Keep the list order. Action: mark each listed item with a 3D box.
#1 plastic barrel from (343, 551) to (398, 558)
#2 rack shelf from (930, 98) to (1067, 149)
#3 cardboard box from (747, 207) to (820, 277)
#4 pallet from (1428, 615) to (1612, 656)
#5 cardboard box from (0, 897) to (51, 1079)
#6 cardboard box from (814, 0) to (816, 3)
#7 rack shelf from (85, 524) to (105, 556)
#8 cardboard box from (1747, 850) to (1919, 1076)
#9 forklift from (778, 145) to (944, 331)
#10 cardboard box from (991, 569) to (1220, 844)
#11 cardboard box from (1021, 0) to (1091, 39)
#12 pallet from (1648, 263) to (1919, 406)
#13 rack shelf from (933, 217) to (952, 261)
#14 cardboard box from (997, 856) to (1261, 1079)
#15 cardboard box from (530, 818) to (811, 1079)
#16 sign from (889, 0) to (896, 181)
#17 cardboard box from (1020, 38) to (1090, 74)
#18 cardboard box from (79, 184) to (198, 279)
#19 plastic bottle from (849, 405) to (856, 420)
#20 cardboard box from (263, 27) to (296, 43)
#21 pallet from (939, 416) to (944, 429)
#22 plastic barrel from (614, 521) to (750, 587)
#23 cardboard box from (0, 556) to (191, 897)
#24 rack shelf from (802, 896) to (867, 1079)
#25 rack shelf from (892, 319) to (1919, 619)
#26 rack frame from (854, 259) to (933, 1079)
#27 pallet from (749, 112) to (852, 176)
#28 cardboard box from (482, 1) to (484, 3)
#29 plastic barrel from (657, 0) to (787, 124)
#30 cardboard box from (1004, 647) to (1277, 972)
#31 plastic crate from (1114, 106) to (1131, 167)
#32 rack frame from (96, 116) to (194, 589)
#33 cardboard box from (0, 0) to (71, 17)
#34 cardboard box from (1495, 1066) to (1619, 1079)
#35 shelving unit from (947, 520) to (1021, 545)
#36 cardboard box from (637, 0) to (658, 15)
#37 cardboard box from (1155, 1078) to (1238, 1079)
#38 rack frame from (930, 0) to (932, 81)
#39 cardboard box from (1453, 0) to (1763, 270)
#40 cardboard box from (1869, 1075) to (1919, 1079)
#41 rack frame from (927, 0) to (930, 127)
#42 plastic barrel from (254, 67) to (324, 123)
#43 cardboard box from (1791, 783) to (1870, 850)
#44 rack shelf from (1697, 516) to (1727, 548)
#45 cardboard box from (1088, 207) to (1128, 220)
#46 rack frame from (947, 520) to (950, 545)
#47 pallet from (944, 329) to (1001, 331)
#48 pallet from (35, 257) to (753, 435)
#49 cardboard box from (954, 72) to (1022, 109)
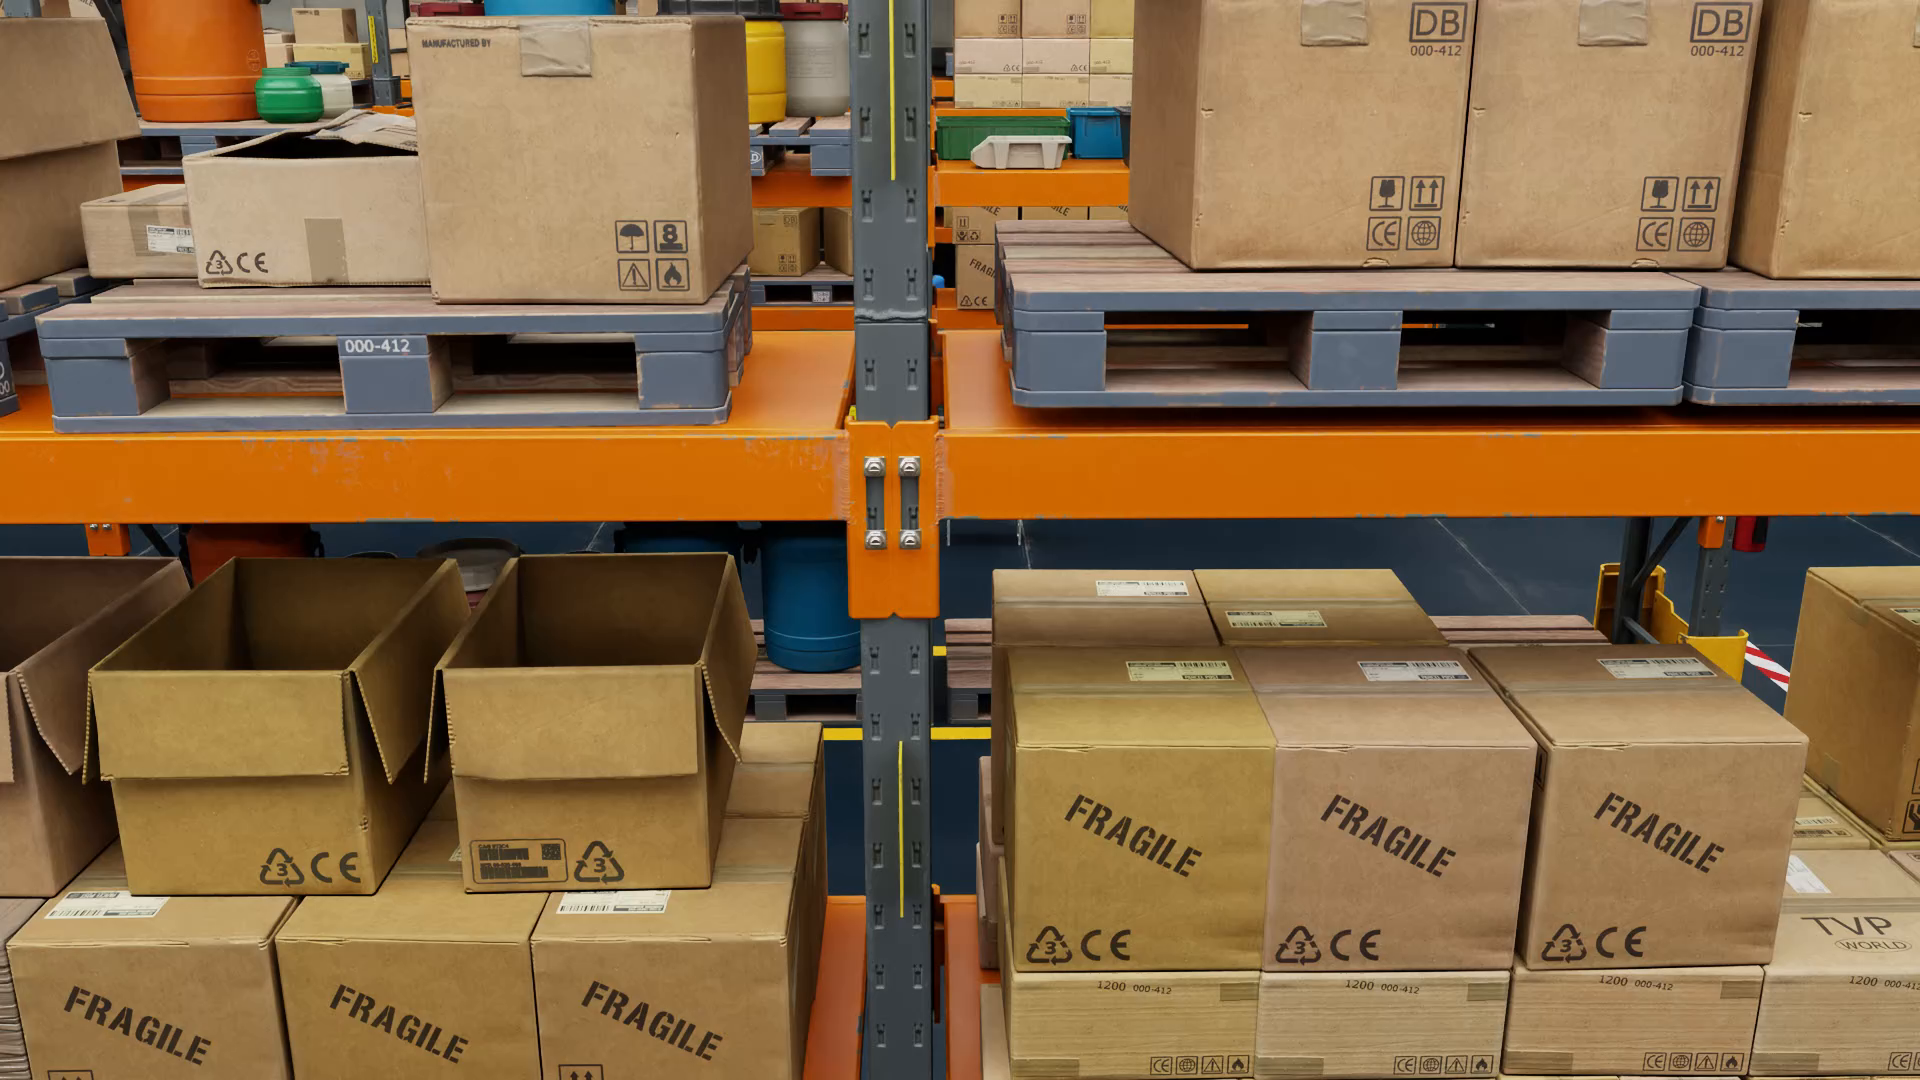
[{"bbox_3d":[-3.155,0.351,8.928,0.421,0.512,0.421,0,18,0],"label":"plastic barrel"},{"bbox_3d":[1.718,-3.224,12.953,4.000,0.370,1.077,0,18,-1],"label":"rack shelf"},{"bbox_3d":[-1.446,-2.419,13.327,0.500,0.500,0.700,3,18,8],"label":"cardboard box"},{"bbox_3d":[2.967,0.685,9.066,1.213,0.211,1.003,0,18,-1],"label":"pallet"},{"bbox_3d":[-2.111,0.941,3.539,0.500,0.500,0.500,0,18,-1],"label":"cardboard box"},{"bbox_3d":[-1.246,-5.719,17.444,0.500,0.250,0.500,1,18,3],"label":"cardboard box"},{"bbox_3d":[-6.207,-0.244,8.575,4.000,0.370,1.077,0,18,-1],"label":"rack shelf"},{"bbox_3d":[1.853,0.900,3.590,0.500,0.250,0.500,0,18,-1],"label":"cardboard box"},{"bbox_3d":[-1.717,-2.914,15.834,3.031,2.935,1.130,5,19,17],"label":"forklift"},{"bbox_3d":[0.326,0.386,3.964,0.500,0.500,0.500,0,18,1],"label":"cardboard box"},{"bbox_3d":[0.706,-4.053,12.561,0.500,0.500,0.700,0,18,-1],"label":"cardboard box"},{"bbox_3d":[1.906,-0.494,3.413,1.213,0.211,1.003,0,18,-1],"label":"pallet"},{"bbox_3d":[1.636,-3.308,18.127,4.000,0.370,1.077,0,18,-1],"label":"rack shelf"},{"bbox_3d":[0.344,0.905,3.575,0.500,0.250,0.500,-1,18,-2],"label":"cardboard box"},{"bbox_3d":[-0.593,0.935,3.557,0.500,0.500,0.500,0,18,-1],"label":"cardboard box"},{"bbox_3d":[-0.111,-0.761,2.738,0.005,0.325,0.100,0,18,-1],"label":"sign"},{"bbox_3d":[0.708,-3.653,12.540,0.500,0.250,0.500,0,18,-1],"label":"cardboard box"},{"bbox_3d":[-1.621,-0.650,3.476,0.250,0.149,0.380,-1,18,-3],"label":"cardboard box"},{"bbox_3d":[-0.605,-0.689,8.865,0.185,0.351,0.144,0,18,-1],"label":"plastic bottle"},{"bbox_3d":[-7.199,-5.170,17.300,0.500,0.311,0.500,0,18,1],"label":"cardboard box"},{"bbox_3d":[0.405,-0.803,13.707,1.213,0.211,1.003,0,18,-1],"label":"pallet"},{"bbox_3d":[-1.460,0.185,8.809,0.708,0.901,0.600,0,18,-1],"label":"plastic barrel"},{"bbox_3d":[-2.076,0.385,3.630,0.637,0.503,0.797,0,18,1],"label":"cardboard box"},{"bbox_3d":[-2.129,1.250,3.919,4.000,0.370,1.077,0,18,-1],"label":"rack shelf"},{"bbox_3d":[1.870,-0.198,3.521,4.000,0.370,1.077,0,18,-1],"label":"rack shelf"},{"bbox_3d":[-0.129,0.897,3.839,0.127,3.000,1.000,0,18,-1],"label":"rack frame"},{"bbox_3d":[-0.990,-1.920,8.021,1.003,0.211,1.213,0,18,-1],"label":"pallet"},{"bbox_3d":[-3.335,-4.064,12.593,0.500,0.500,0.500,0,18,-1],"label":"cardboard box"},{"bbox_3d":[-1.117,-2.267,7.797,0.600,0.588,0.600,0,18,0],"label":"plastic barrel"},{"bbox_3d":[0.353,0.546,3.466,0.500,0.500,0.500,0,18,-1],"label":"cardboard box"},{"bbox_3d":[1.039,-1.904,7.875,0.590,0.269,0.497,0,18,-1],"label":"plastic crate"},{"bbox_3d":[-4.207,-0.596,8.495,0.127,3.000,1.000,0,18,-1],"label":"rack frame"},{"bbox_3d":[-7.095,-4.004,12.539,0.500,0.500,0.500,1,18,4],"label":"cardboard box"},{"bbox_3d":[1.216,1.111,3.584,0.250,0.149,0.380,-1,18,-2],"label":"cardboard box"},{"bbox_3d":[0.166,-0.572,11.367,0.503,1.200,0.258,0,18,-1],"label":"shelving unit"},{"bbox_3d":[-2.121,-3.865,12.758,0.600,0.600,0.600,-1,18,-3],"label":"cardboard box"},{"bbox_3d":[0.434,1.116,3.570,0.250,0.149,0.380,-1,18,-3],"label":"cardboard box"},{"bbox_3d":[-0.282,-4.985,12.355,0.127,3.000,1.000,0,18,-1],"label":"rack frame"},{"bbox_3d":[1.190,-0.849,3.359,0.500,0.500,0.700,1,18,2],"label":"cardboard box"},{"bbox_3d":[1.991,1.107,3.596,0.250,0.149,0.380,0,18,0],"label":"cardboard box"},{"bbox_3d":[-0.208,-3.472,7.639,0.127,3.000,1.000,0,18,-1],"label":"rack frame"},{"bbox_3d":[-3.144,-2.085,7.793,0.294,0.245,0.294,0,18,0],"label":"plastic barrel"},{"bbox_3d":[1.842,0.738,4.096,0.500,0.250,0.500,-1,18,-2],"label":"cardboard box"},{"bbox_3d":[1.792,-0.282,8.695,4.000,0.370,1.077,0,18,-1],"label":"rack shelf"},{"bbox_3d":[1.223,-2.573,12.858,0.500,0.500,0.500,-1,18,-2],"label":"cardboard box"},{"bbox_3d":[-0.078,-0.571,11.363,0.015,1.200,0.240,0,18,-1],"label":"rack frame"},{"bbox_3d":[0.397,-2.293,18.350,1.213,0.211,1.003,0,18,-1],"label":"pallet"},{"bbox_3d":[-1.045,-0.420,3.350,1.217,0.209,0.805,-1,18,-3],"label":"pallet"},{"bbox_3d":[0.208,-3.412,12.608,0.500,0.250,0.500,0,18,-1],"label":"cardboard box"}]
